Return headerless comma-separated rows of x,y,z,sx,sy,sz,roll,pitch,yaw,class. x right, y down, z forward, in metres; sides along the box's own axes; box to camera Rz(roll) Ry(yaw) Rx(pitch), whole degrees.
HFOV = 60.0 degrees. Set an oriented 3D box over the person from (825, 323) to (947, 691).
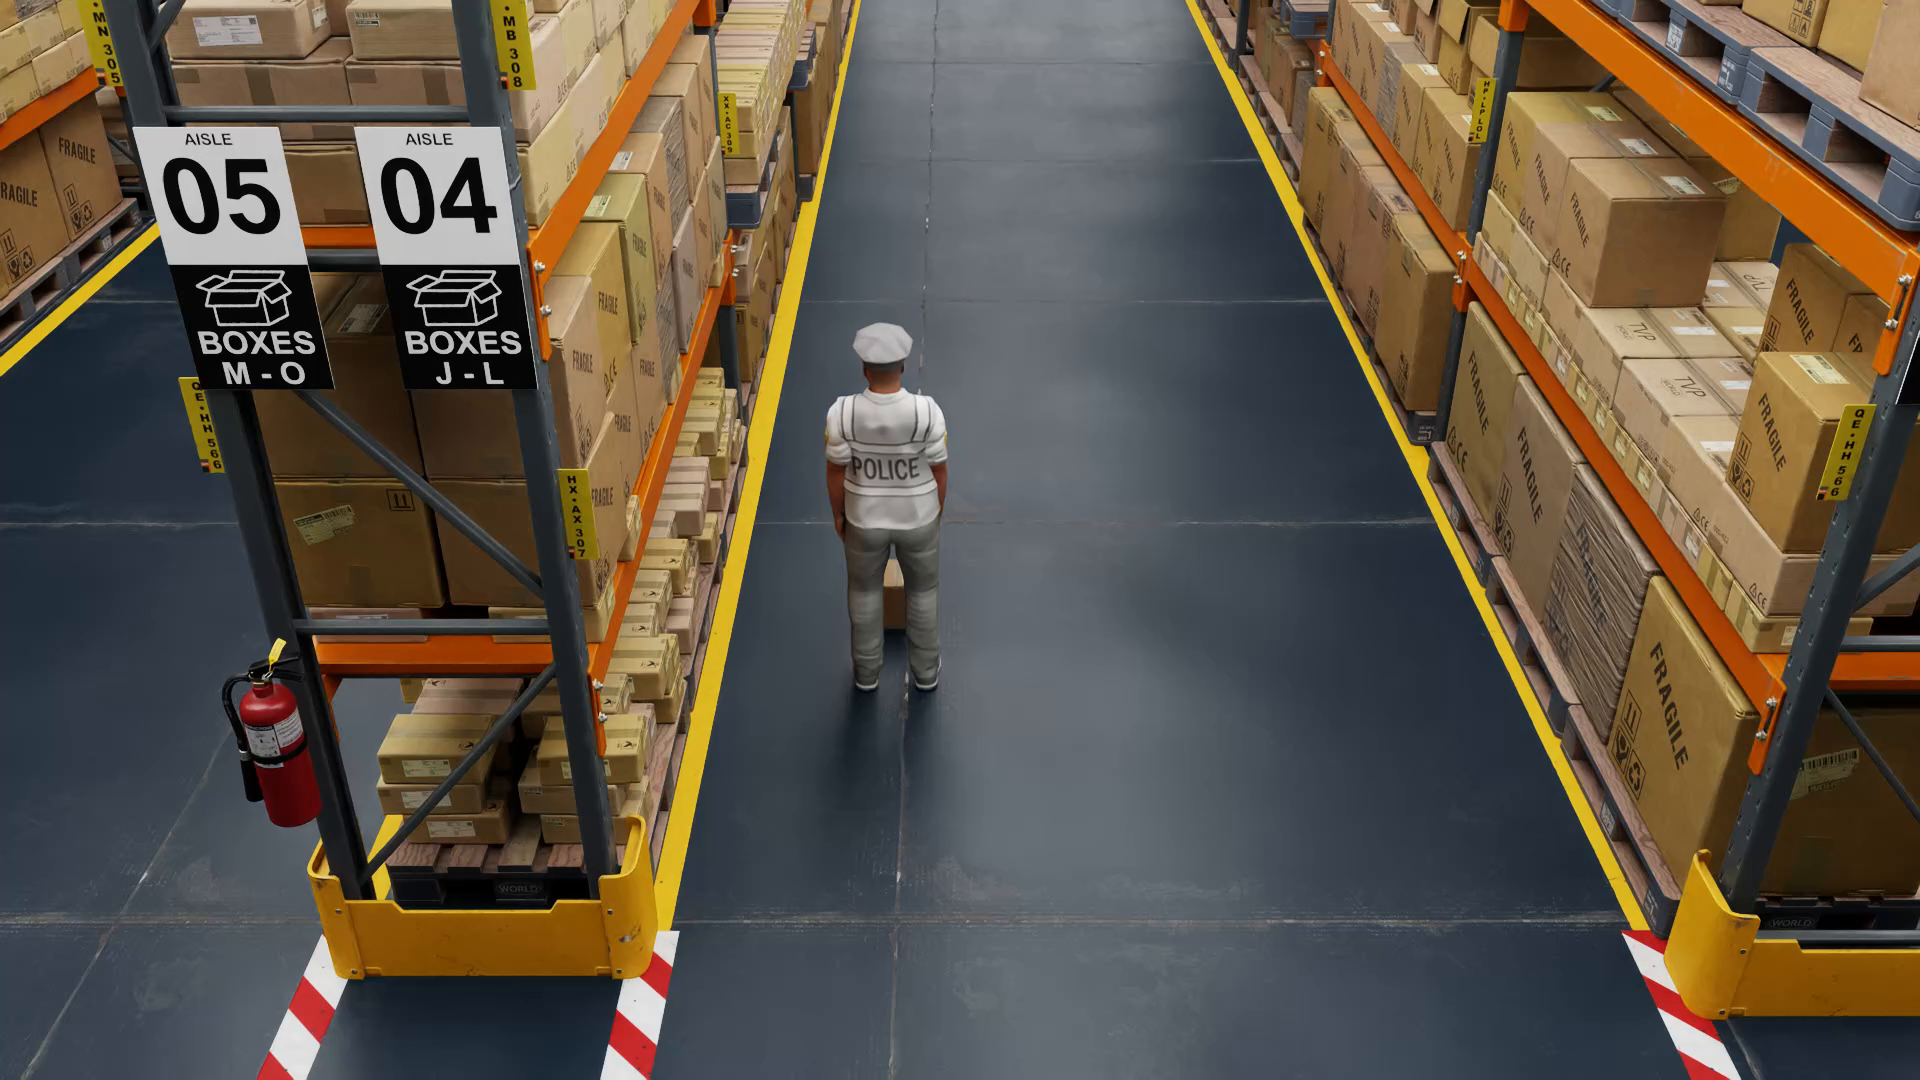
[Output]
-0.316,-0.121,7.324,0.526,1.757,0.393,0,31,0,person
